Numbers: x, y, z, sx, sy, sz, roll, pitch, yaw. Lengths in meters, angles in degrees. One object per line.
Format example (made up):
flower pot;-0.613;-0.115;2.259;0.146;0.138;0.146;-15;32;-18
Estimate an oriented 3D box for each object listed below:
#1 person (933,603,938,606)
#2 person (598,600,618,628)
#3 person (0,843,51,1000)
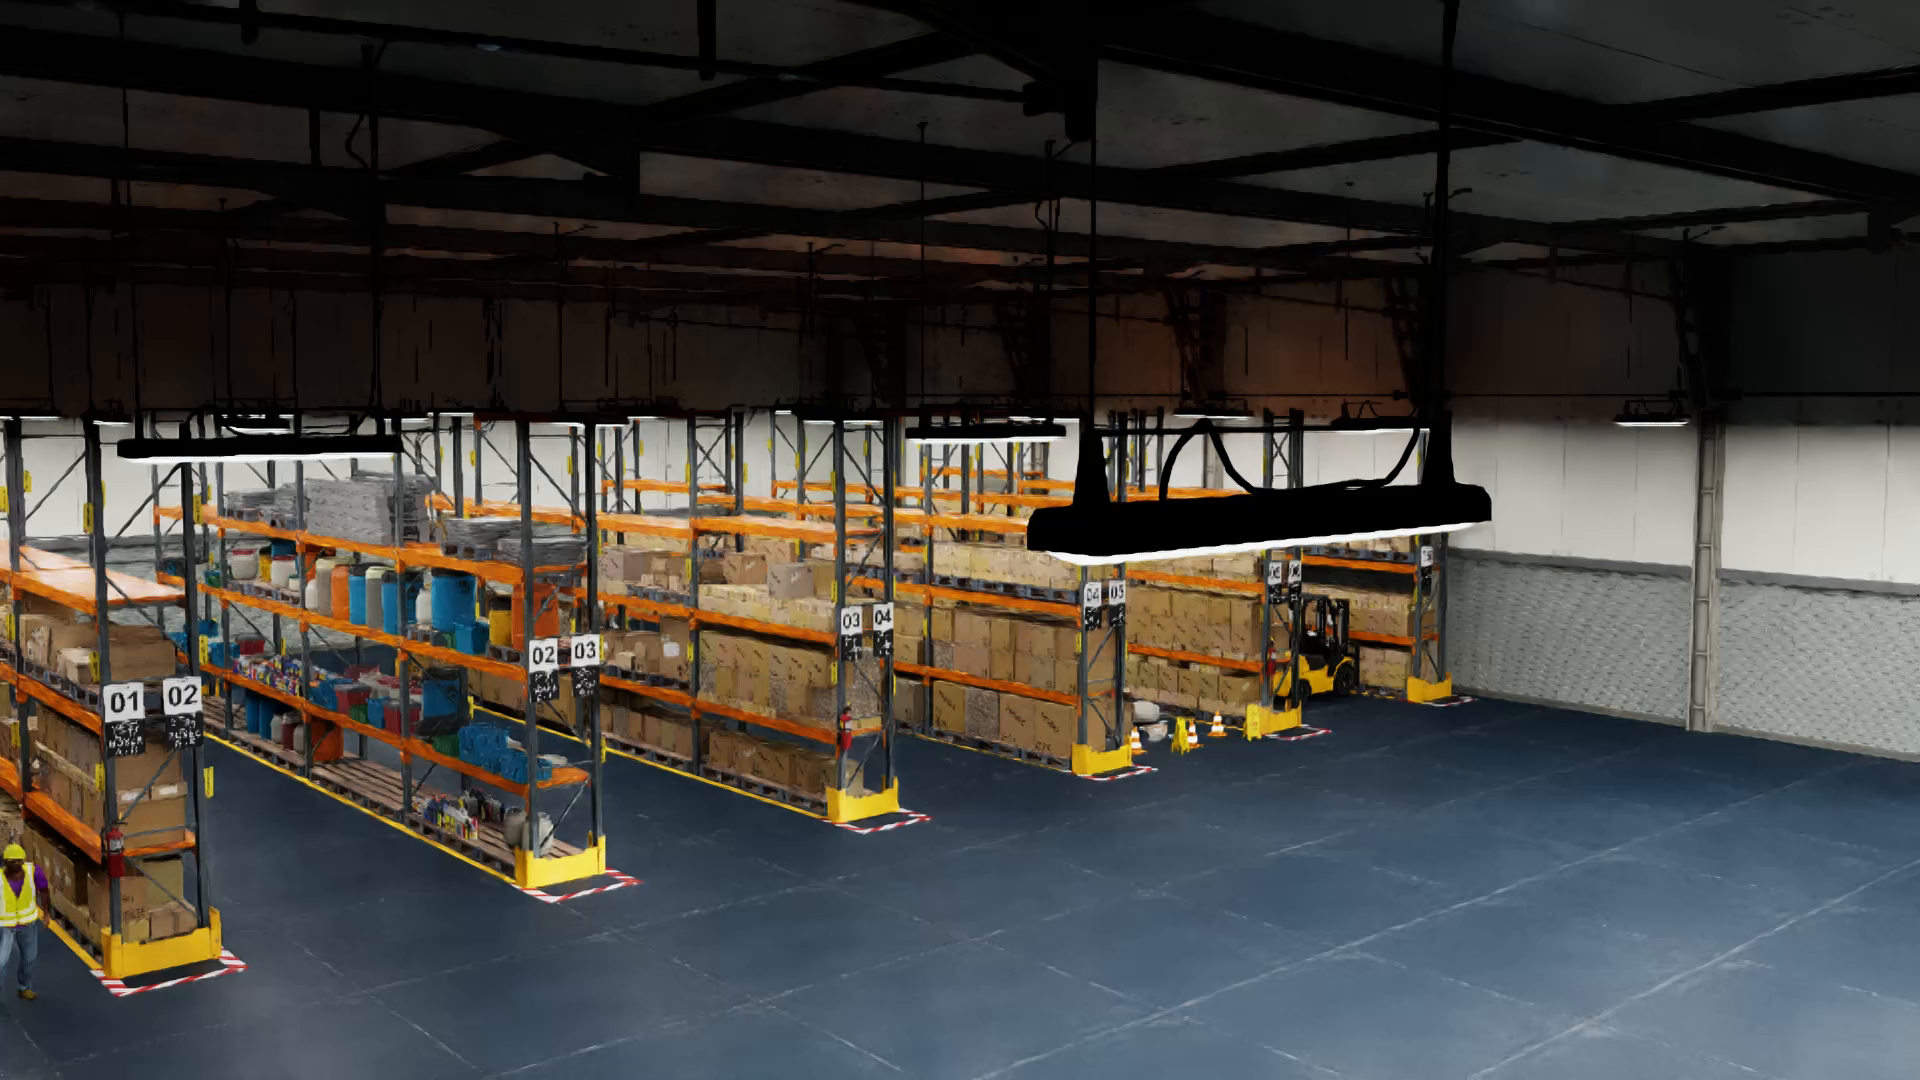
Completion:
person;-0.605;2.238;36.707;0.583;1.718;0.630;-2;5;-18
person;-9.434;1.553;44.553;0.627;1.738;0.999;-1;5;-14
person;-9.809;3.970;17.231;0.719;1.714;0.577;-5;7;-43
